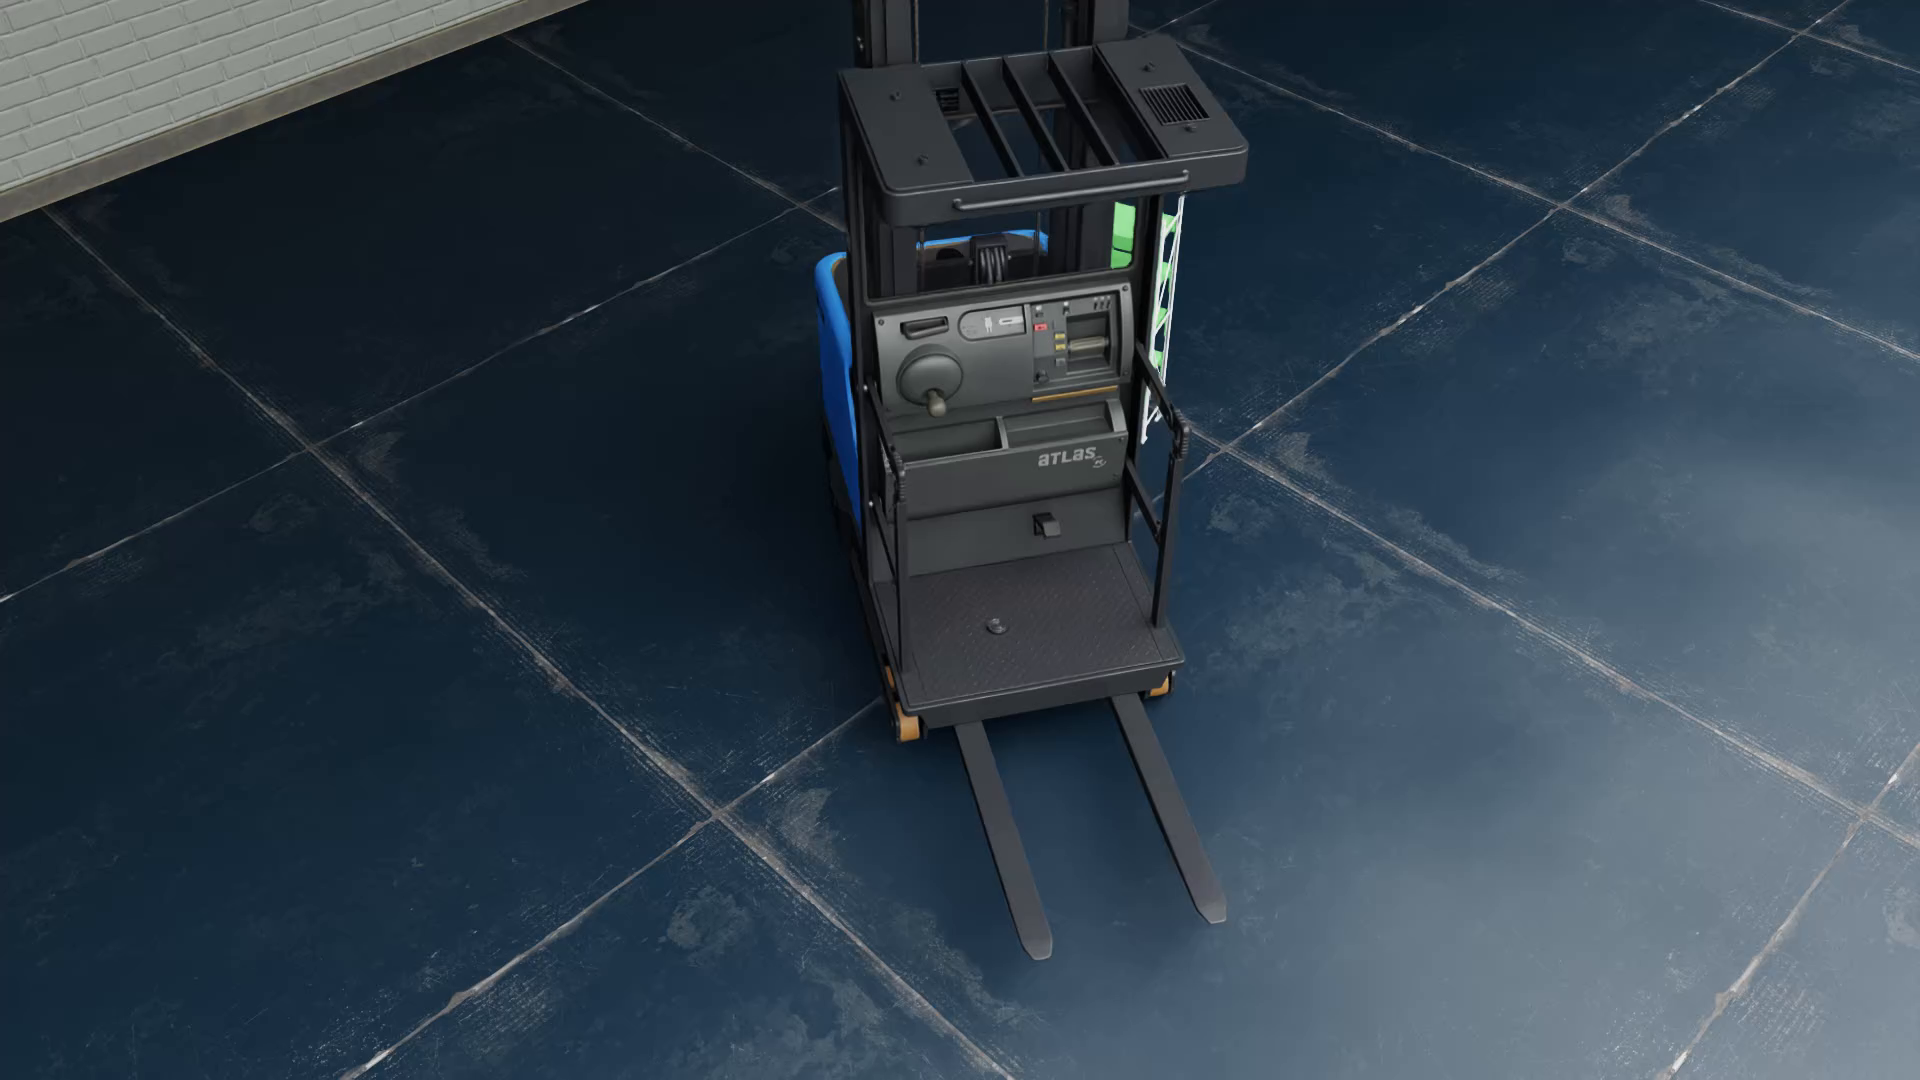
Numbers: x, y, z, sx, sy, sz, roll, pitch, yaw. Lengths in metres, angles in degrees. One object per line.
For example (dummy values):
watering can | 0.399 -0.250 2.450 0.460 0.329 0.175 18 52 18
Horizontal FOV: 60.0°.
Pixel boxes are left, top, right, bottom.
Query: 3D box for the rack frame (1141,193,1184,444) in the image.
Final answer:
rack frame | 0.897 -0.961 7.406 0.015 1.200 0.240 18 46 19

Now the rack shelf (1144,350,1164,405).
rack shelf | 0.677 -0.809 7.690 0.480 0.148 0.258 18 46 19

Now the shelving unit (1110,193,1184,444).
shelving unit | 0.677 -1.033 7.483 0.503 1.200 0.258 18 46 19

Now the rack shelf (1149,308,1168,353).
rack shelf | 0.677 -0.986 7.527 0.480 0.148 0.258 18 46 19

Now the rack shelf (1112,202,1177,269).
rack shelf | 0.677 -1.338 7.201 0.480 0.148 0.258 18 46 19

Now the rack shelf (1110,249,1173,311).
rack shelf | 0.677 -1.162 7.364 0.480 0.148 0.258 18 46 19

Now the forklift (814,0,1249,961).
forklift | 0.214 -0.590 5.728 1.130 2.935 3.031 -9 44 -10
